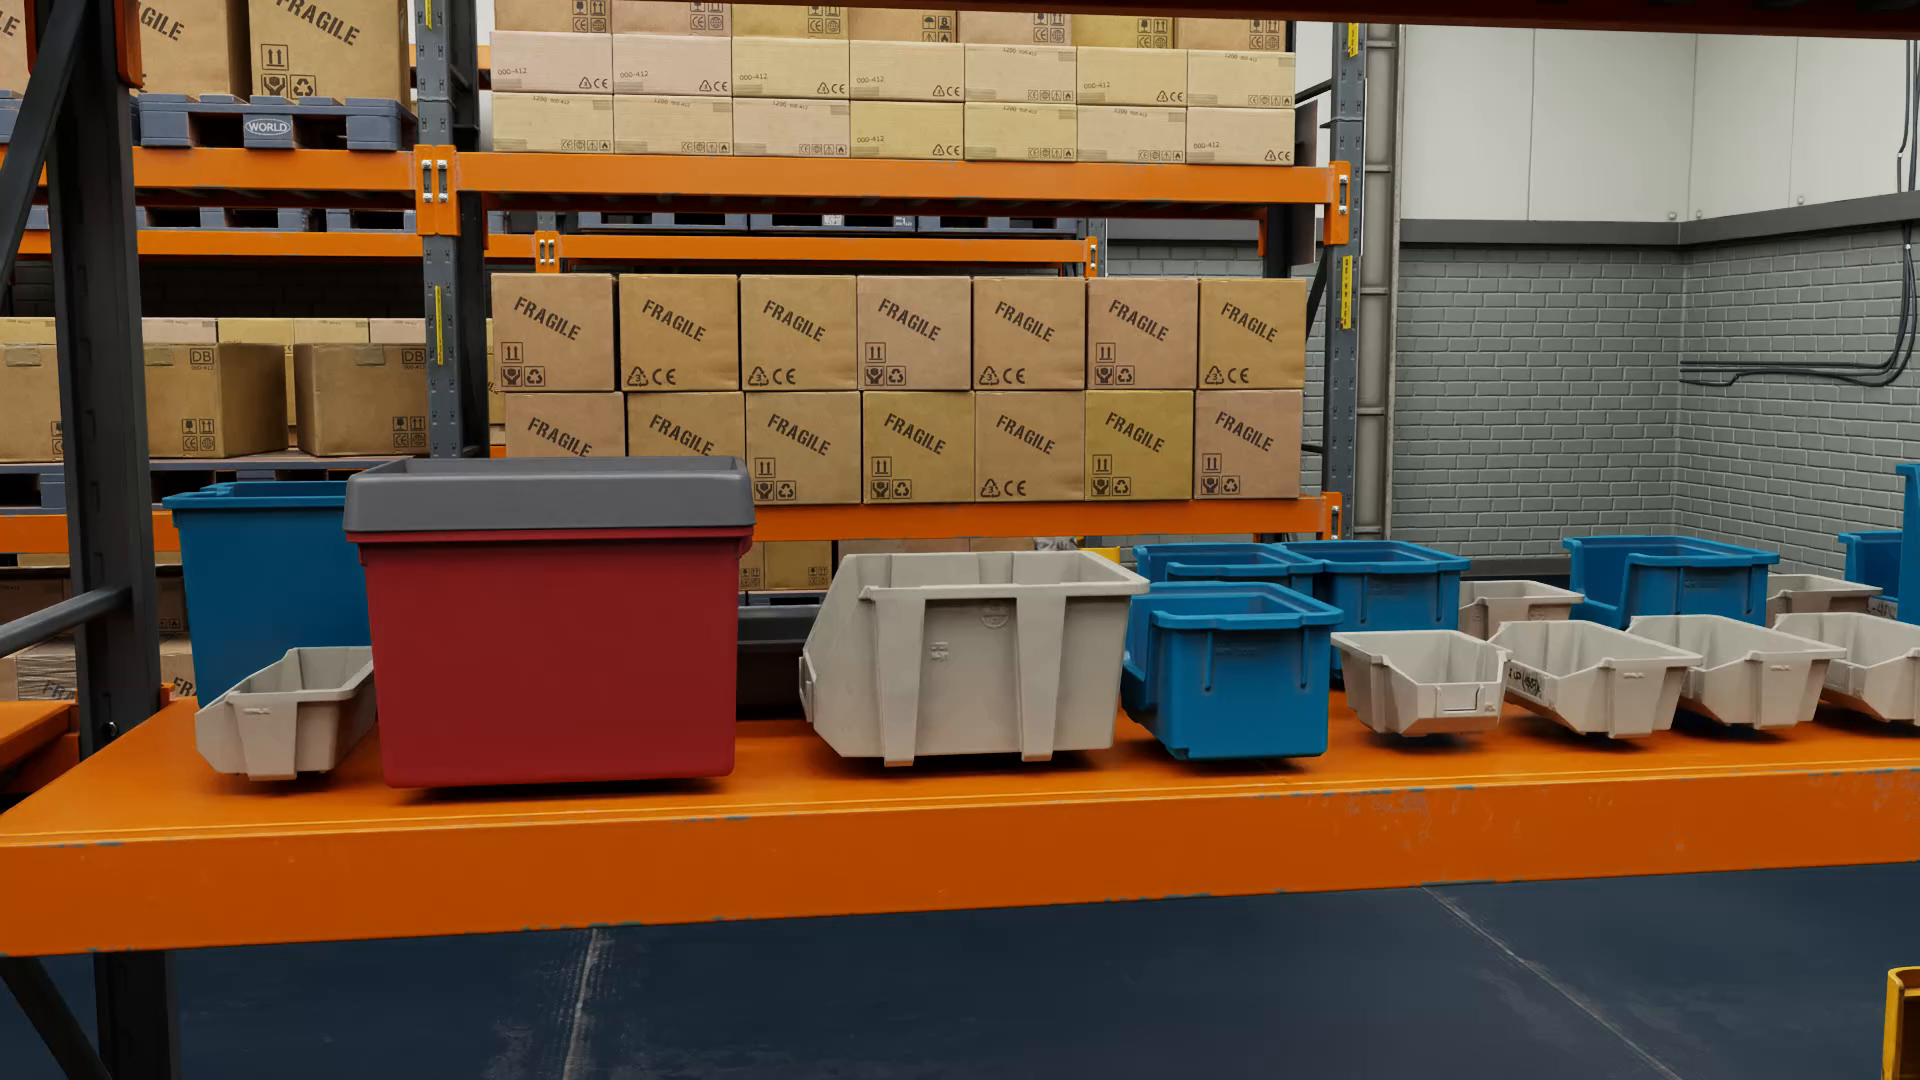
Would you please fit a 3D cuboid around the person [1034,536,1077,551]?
[{"bbox_3d":[0.583,-0.057,10.262,0.358,1.819,0.524,-1,6,-7],"label":"person"}]
